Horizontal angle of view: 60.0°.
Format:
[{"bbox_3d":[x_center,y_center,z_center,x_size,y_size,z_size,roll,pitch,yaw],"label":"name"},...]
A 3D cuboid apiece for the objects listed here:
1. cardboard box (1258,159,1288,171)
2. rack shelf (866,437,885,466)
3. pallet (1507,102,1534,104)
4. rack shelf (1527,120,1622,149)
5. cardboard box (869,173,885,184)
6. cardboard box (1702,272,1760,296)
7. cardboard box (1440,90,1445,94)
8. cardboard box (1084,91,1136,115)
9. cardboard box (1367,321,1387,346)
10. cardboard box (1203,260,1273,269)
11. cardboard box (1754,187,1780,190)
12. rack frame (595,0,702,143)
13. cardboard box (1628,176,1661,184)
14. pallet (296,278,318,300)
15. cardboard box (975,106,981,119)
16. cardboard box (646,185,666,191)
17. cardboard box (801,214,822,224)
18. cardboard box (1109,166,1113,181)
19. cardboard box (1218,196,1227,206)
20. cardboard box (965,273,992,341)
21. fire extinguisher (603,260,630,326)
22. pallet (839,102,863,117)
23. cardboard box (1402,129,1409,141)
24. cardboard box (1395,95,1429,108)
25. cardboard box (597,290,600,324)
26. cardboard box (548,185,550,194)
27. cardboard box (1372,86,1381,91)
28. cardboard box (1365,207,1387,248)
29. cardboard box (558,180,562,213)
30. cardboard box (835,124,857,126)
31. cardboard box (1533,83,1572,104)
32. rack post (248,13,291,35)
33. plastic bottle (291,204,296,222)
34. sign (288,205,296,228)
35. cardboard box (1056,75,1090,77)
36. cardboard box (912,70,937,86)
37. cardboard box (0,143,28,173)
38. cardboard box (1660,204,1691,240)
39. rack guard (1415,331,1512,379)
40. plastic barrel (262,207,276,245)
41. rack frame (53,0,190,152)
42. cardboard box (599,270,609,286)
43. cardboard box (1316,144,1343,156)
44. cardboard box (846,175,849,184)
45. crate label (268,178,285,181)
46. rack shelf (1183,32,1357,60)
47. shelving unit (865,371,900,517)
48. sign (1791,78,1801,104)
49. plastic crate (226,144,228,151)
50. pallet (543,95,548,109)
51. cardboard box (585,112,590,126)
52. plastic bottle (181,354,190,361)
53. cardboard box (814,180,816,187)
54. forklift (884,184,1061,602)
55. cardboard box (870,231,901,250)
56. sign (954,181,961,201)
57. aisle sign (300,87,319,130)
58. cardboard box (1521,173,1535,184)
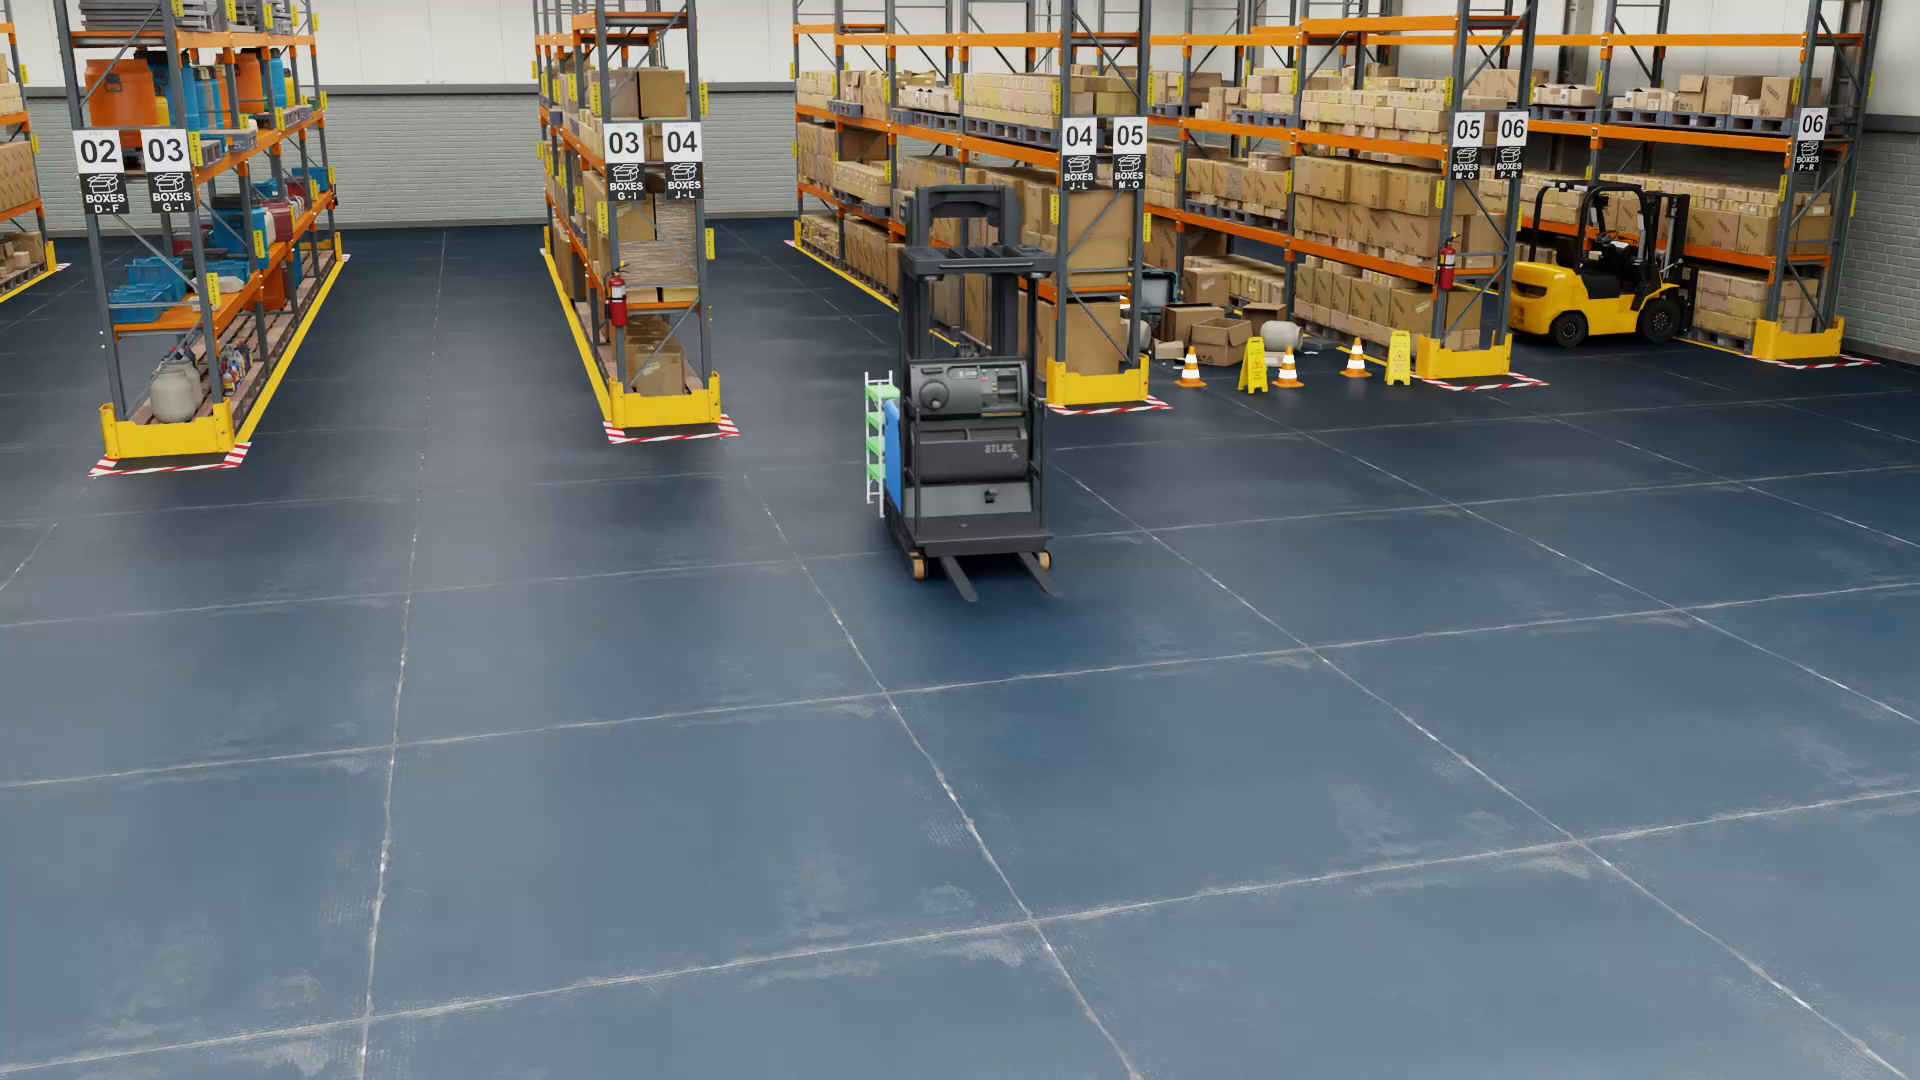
[{"bbox_3d":[4.679,-5.605,24.848,0.380,0.149,0.250,-5,17,-17],"label":"cardboard box"},{"bbox_3d":[-0.654,-0.792,14.725,0.258,0.148,0.480,-5,17,-16],"label":"rack shelf"},{"bbox_3d":[9.169,-7.268,28.049,1.213,0.211,1.003,-4,17,-13],"label":"pallet"},{"bbox_3d":[9.446,-6.642,26.885,1.077,0.370,4.000,-5,17,-15],"label":"rack shelf"},{"bbox_3d":[-1.249,-5.825,26.802,0.380,0.149,0.250,-5,17,-16],"label":"cardboard box"},{"bbox_3d":[10.523,-3.497,22.690,0.500,0.250,0.500,-4,17,-14],"label":"cardboard box"},{"bbox_3d":[8.568,-7.738,28.851,0.380,0.149,0.250,-4,17,-14],"label":"cardboard box"},{"bbox_3d":[1.706,-4.987,18.967,0.500,0.250,0.500,-5,17,-15],"label":"cardboard box"},{"bbox_3d":[5.708,-2.727,21.866,0.500,0.250,0.500,-5,17,-15],"label":"cardboard box"},{"bbox_3d":[4.481,-4.292,26.863,0.950,0.372,0.625,-5,17,-16],"label":"cardboard box"},{"bbox_3d":[11.029,-4.717,22.624,0.380,0.149,0.250,-5,17,-15],"label":"cardboard box"},{"bbox_3d":[-3.205,-5.586,16.907,1.000,3.000,0.127,-5,17,-15],"label":"rack frame"},{"bbox_3d":[10.036,-5.251,24.400,0.380,0.149,0.250,-5,17,-16],"label":"cardboard box"},{"bbox_3d":[-11.093,-4.089,27.196,1.003,0.211,1.213,-5,17,-15],"label":"pallet"},{"bbox_3d":[0.406,-5.481,21.303,0.380,0.149,0.250,-5,17,-15],"label":"cardboard box"},{"bbox_3d":[-3.224,-3.695,18.610,0.500,0.500,0.500,-5,17,-15],"label":"cardboard box"},{"bbox_3d":[-2.988,-6.452,33.408,0.380,0.149,0.250,-6,18,-18],"label":"cardboard box"},{"bbox_3d":[3.046,-6.697,30.426,0.500,0.250,0.500,-4,17,-14],"label":"cardboard box"},{"bbox_3d":[4.309,-5.387,26.379,0.380,0.149,0.250,-4,17,-12],"label":"cardboard box"},{"bbox_3d":[0.598,-3.188,22.314,0.875,0.875,0.875,-4,17,-14],"label":"cardboard box"},{"bbox_3d":[-3.616,-2.608,17.555,0.296,0.674,0.183,-5,17,-15],"label":"fire extinguisher"},{"bbox_3d":[-1.350,-7.277,28.078,1.213,0.211,1.003,-5,17,-15],"label":"pallet"},{"bbox_3d":[5.811,-5.107,20.963,0.380,0.149,0.250,-5,17,-15],"label":"cardboard box"},{"bbox_3d":[5.745,-5.551,21.054,0.380,0.149,0.250,-5,17,-15],"label":"cardboard box"},{"bbox_3d":[-4.719,-3.293,23.280,0.700,0.500,0.500,-6,18,-20],"label":"cardboard box"},{"bbox_3d":[-7.397,-6.469,30.710,0.380,0.149,0.250,-5,17,-17],"label":"cardboard box"},{"bbox_3d":[7.841,-8.307,30.712,0.380,0.149,0.250,-4,17,-14],"label":"cardboard box"},{"bbox_3d":[5.642,-4.093,21.673,0.500,0.500,0.500,-5,17,-16],"label":"cardboard box"},{"bbox_3d":[-6.340,-5.656,27.393,0.500,0.500,0.500,-5,17,-17],"label":"cardboard box"},{"bbox_3d":[-2.149,-7.782,32.216,0.500,0.500,0.500,-4,17,-12],"label":"cardboard box"},{"bbox_3d":[9.352,-7.033,26.187,0.500,0.311,0.500,-5,18,-17],"label":"cardboard box"},{"bbox_3d":[-10.586,-7.725,24.895,0.937,0.300,0.954,-3,17,-9],"label":"rack post"},{"bbox_3d":[-10.398,-5.099,25.916,0.061,0.283,0.133,-5,17,-15],"label":"plastic bottle"},{"bbox_3d":[-9.638,-4.658,23.961,0.100,0.325,0.005,-5,17,-15],"label":"sign"},{"bbox_3d":[1.388,-5.564,20.195,0.380,0.149,0.250,-4,17,-14],"label":"cardboard box"},{"bbox_3d":[-0.594,-7.418,26.713,0.396,0.266,0.258,-5,17,-15],"label":"cardboard box"},{"bbox_3d":[-16.601,-6.642,28.939,0.500,0.500,0.500,-4,17,-14],"label":"cardboard box"},{"bbox_3d":[10.284,-4.477,23.470,0.500,0.500,0.500,-5,17,-15],"label":"cardboard box"},{"bbox_3d":[6.303,-2.320,20.808,1.175,0.500,0.348,-5,17,-15],"label":"rack guard"},{"bbox_3d":[-9.677,-4.320,22.926,0.421,0.512,0.421,0,17,0],"label":"plastic barrel"},{"bbox_3d":[-7.967,-5.195,15.604,1.000,3.000,0.127,-5,17,-15],"label":"rack frame"},{"bbox_3d":[-3.995,-3.062,19.368,0.380,0.149,0.250,-5,17,-15],"label":"cardboard box"},{"bbox_3d":[7.644,-8.072,34.051,0.500,0.500,0.500,-5,17,-17],"label":"cardboard box"},{"bbox_3d":[-1.747,-6.185,28.519,0.380,0.149,0.250,-4,17,-13],"label":"cardboard box"},{"bbox_3d":[-12.613,-6.601,30.902,0.416,0.233,0.303,-5,17,-15],"label":"crate label"},{"bbox_3d":[4.675,-7.493,25.202,1.077,0.370,4.000,-5,17,-15],"label":"rack shelf"},{"bbox_3d":[-0.654,-0.853,14.707,0.258,1.200,0.503,-5,17,-16],"label":"shelving unit"},{"bbox_3d":[10.570,-5.674,21.011,0.100,0.325,0.005,-5,17,-15],"label":"sign"},{"bbox_3d":[-8.236,-4.326,18.385,0.243,0.136,0.396,-5,17,-15],"label":"plastic crate"},{"bbox_3d":[-7.049,-7.990,30.279,1.003,0.211,1.213,-5,17,-15],"label":"pallet"},{"bbox_3d":[-4.220,-4.971,19.640,0.380,0.149,0.250,-5,17,-16],"label":"cardboard box"},{"bbox_3d":[-9.087,-2.045,19.525,0.097,0.271,0.097,0,17,0],"label":"plastic bottle"},{"bbox_3d":[-2.604,-6.913,32.189,0.380,0.149,0.250,-5,17,-16],"label":"cardboard box"},{"bbox_3d":[0.112,-1.205,12.868,1.130,2.935,3.031,-3,17,-10],"label":"forklift"},{"bbox_3d":[-1.196,-4.961,27.564,0.500,0.250,0.500,-4,17,-14],"label":"cardboard box"},{"bbox_3d":[-0.026,-4.655,22.359,0.100,0.325,0.005,-5,17,-15],"label":"sign"},{"bbox_3d":[-12.102,-8.035,30.970,0.394,0.787,0.004,-5,17,-15],"label":"aisle sign"},{"bbox_3d":[9.162,-5.850,26.913,0.380,0.149,0.250,-5,17,-17],"label":"cardboard box"}]
